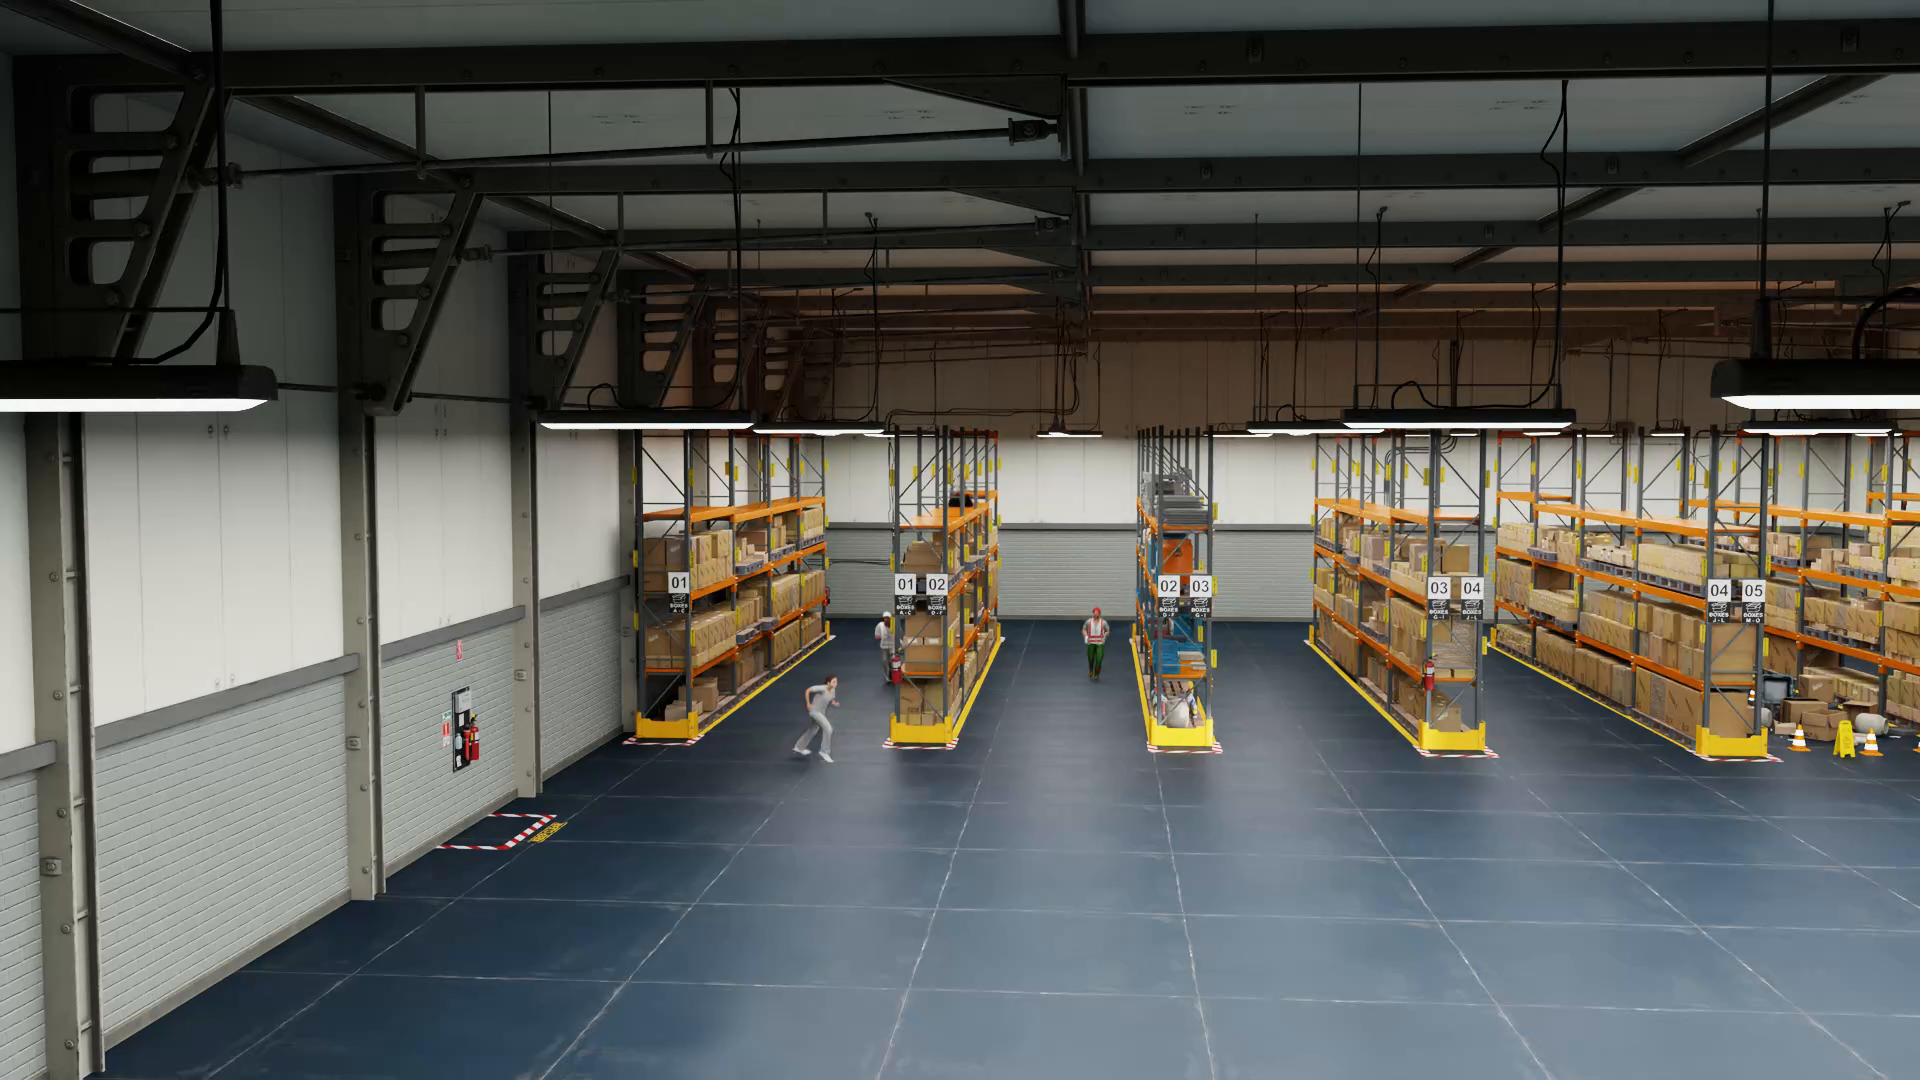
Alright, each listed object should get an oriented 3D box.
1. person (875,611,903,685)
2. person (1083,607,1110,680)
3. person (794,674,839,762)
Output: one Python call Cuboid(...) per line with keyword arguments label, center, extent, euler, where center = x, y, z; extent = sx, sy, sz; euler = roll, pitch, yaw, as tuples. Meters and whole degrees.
Cuboid(label="person", center=(-1.660, 2.515, 38.911), extent=(0.637, 1.724, 0.949), euler=(0, 3, 2))
Cuboid(label="person", center=(3.238, 2.473, 39.537), extent=(0.639, 1.742, 0.610), euler=(0, 3, 3))
Cuboid(label="person", center=(-2.587, 3.173, 29.742), extent=(0.957, 1.612, 0.604), euler=(2, 4, 30))
